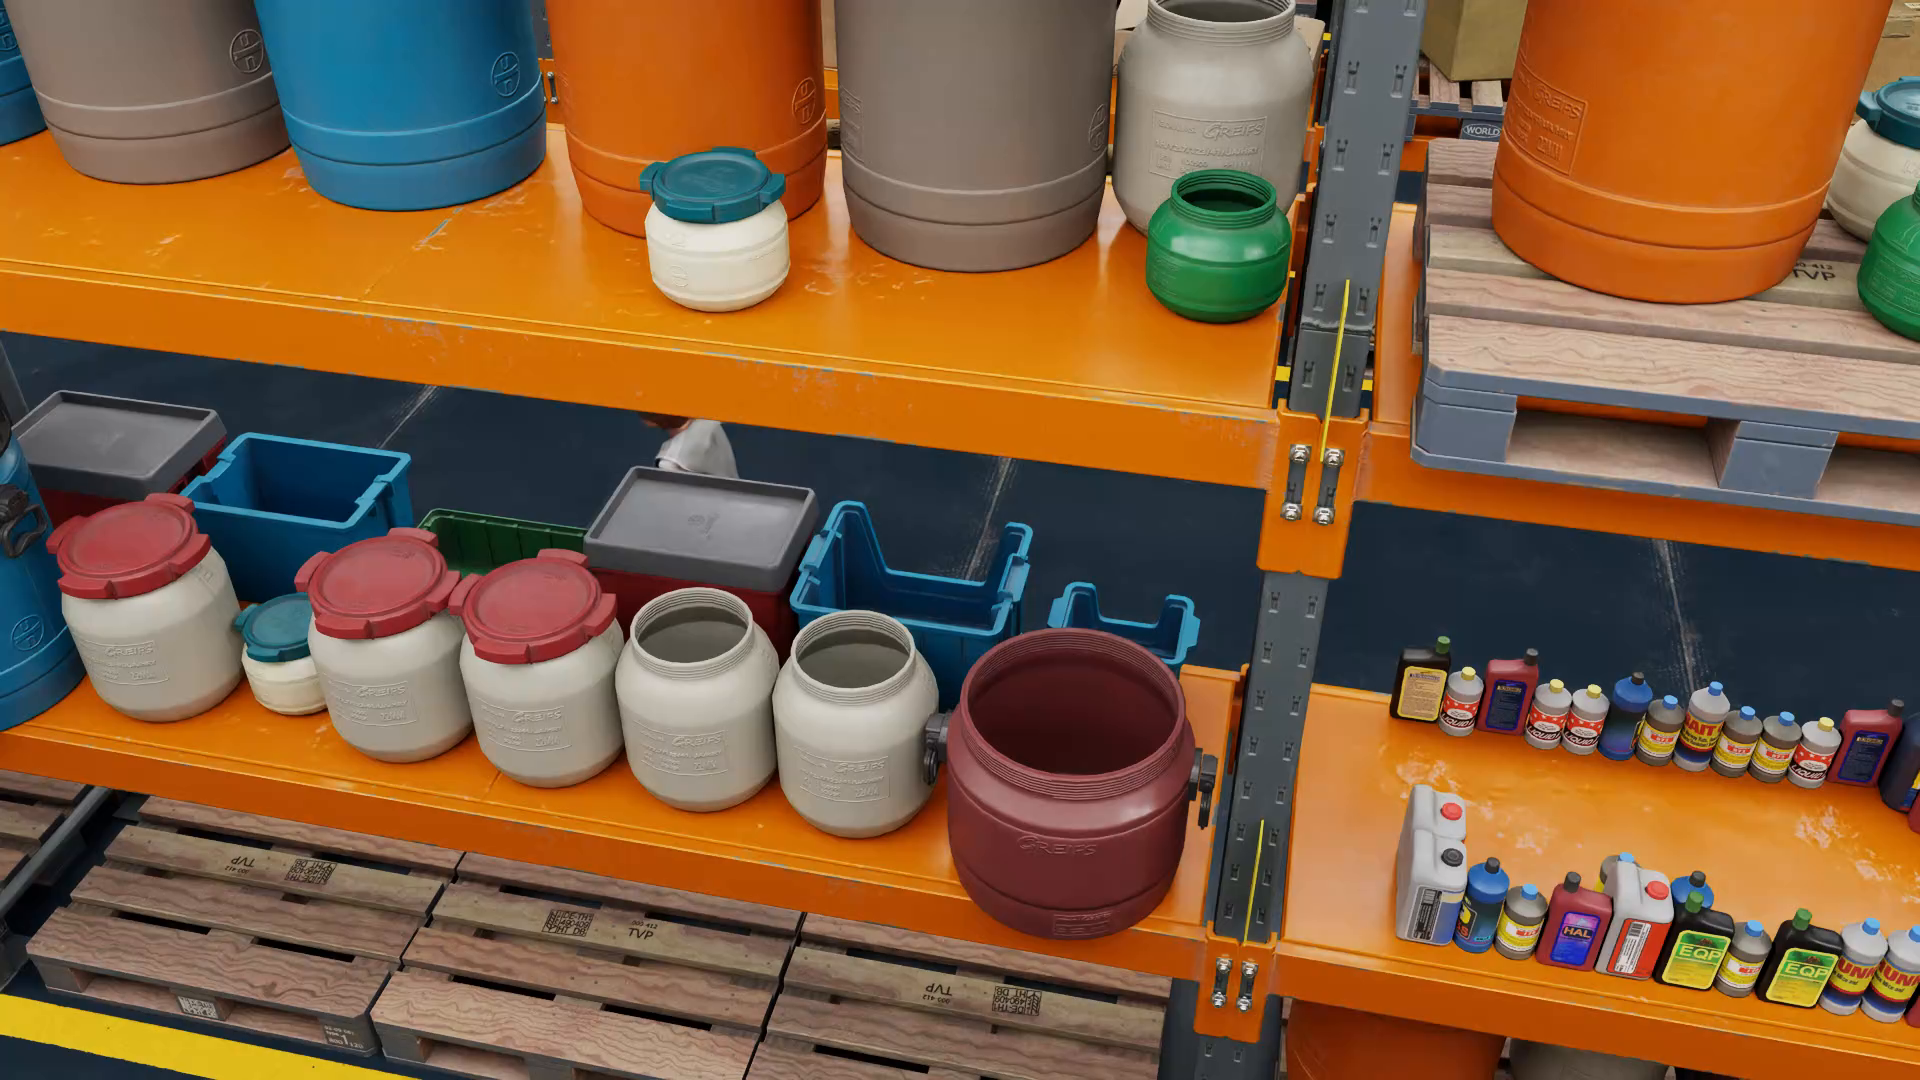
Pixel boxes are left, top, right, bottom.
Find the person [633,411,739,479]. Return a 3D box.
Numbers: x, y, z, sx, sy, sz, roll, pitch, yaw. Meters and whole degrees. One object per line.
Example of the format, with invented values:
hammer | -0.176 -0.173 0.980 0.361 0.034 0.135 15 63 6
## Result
person | -0.948 0.056 6.086 0.347 1.592 0.467 6 38 8
